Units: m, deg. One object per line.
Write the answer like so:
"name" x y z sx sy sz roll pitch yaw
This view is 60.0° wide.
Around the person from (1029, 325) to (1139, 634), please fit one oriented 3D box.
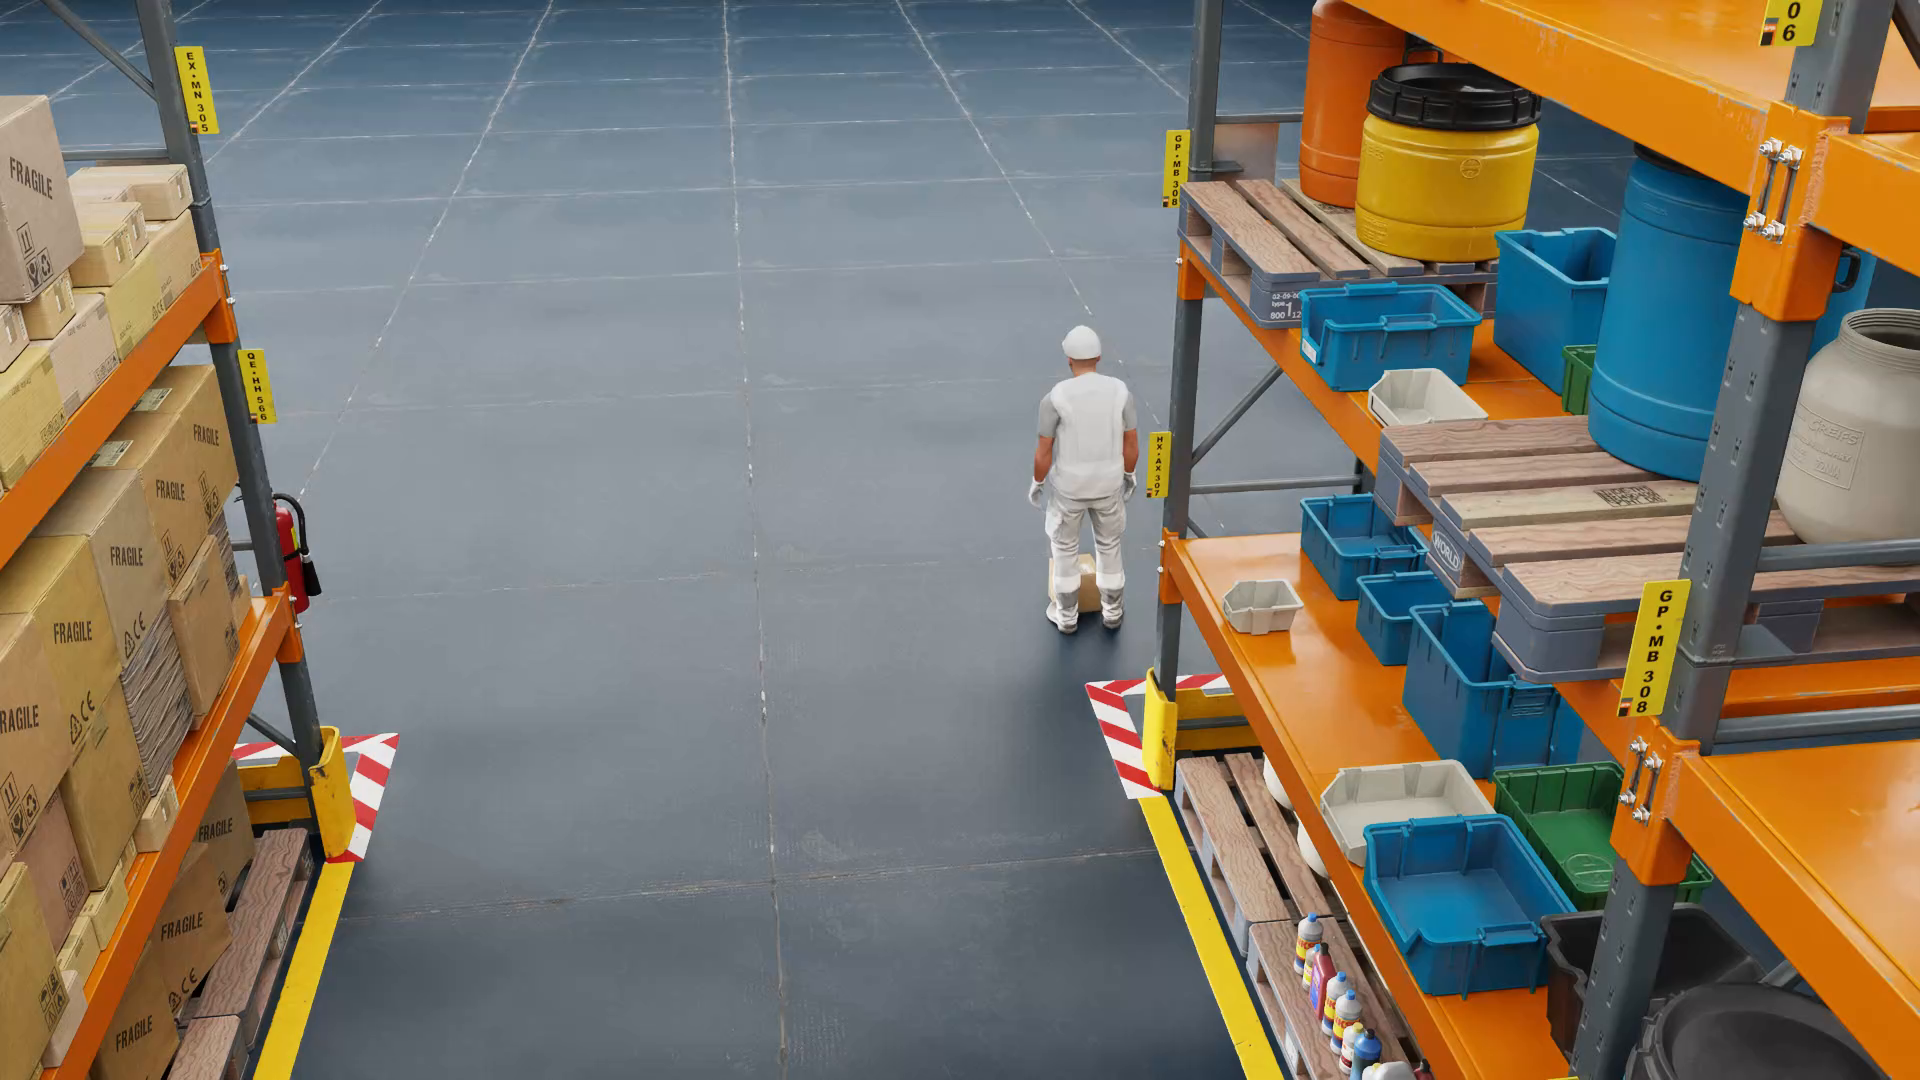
"person" 0.690 -0.319 9.227 0.622 1.781 0.445 -5 27 -9
